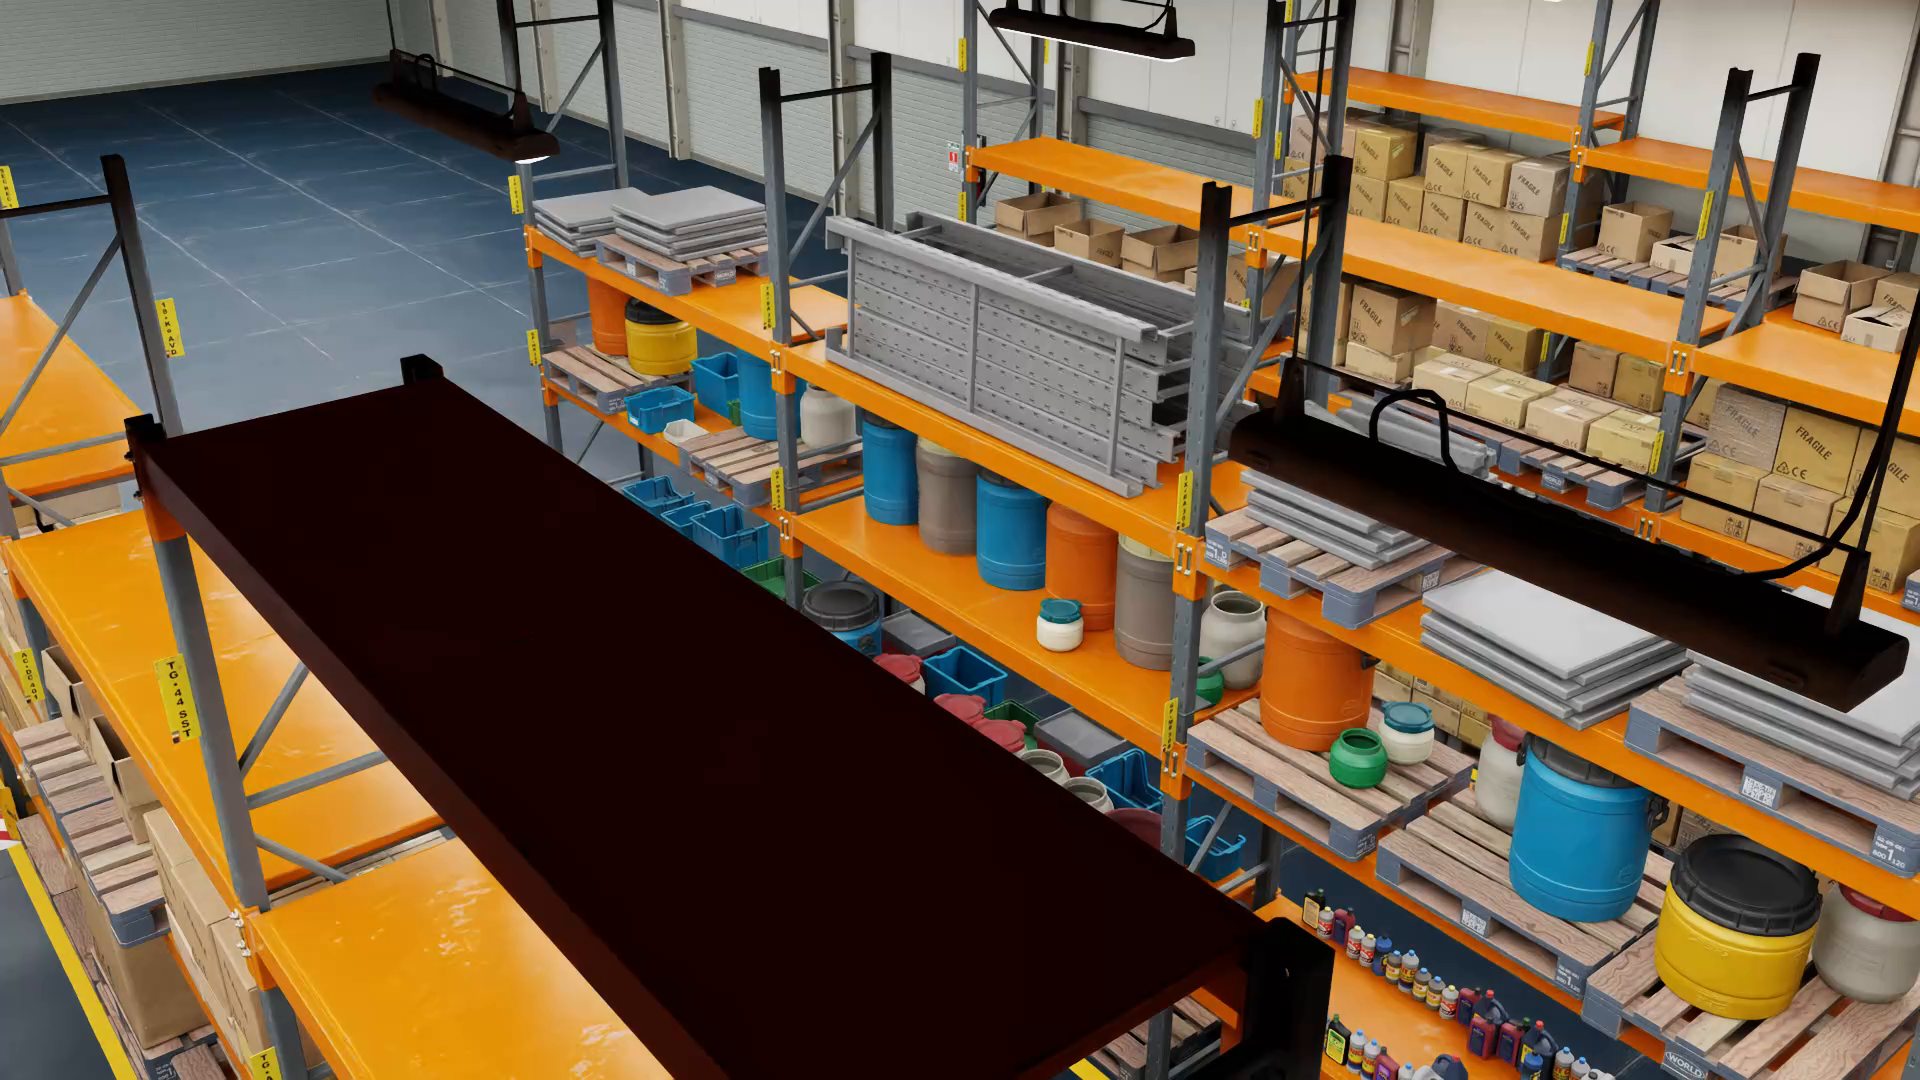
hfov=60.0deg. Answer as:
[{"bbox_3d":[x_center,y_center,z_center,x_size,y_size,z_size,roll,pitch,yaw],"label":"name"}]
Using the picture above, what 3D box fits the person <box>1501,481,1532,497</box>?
[{"bbox_3d":[5.874,-0.563,17.493,1.004,1.636,0.582,18,31,32],"label":"person"}]
